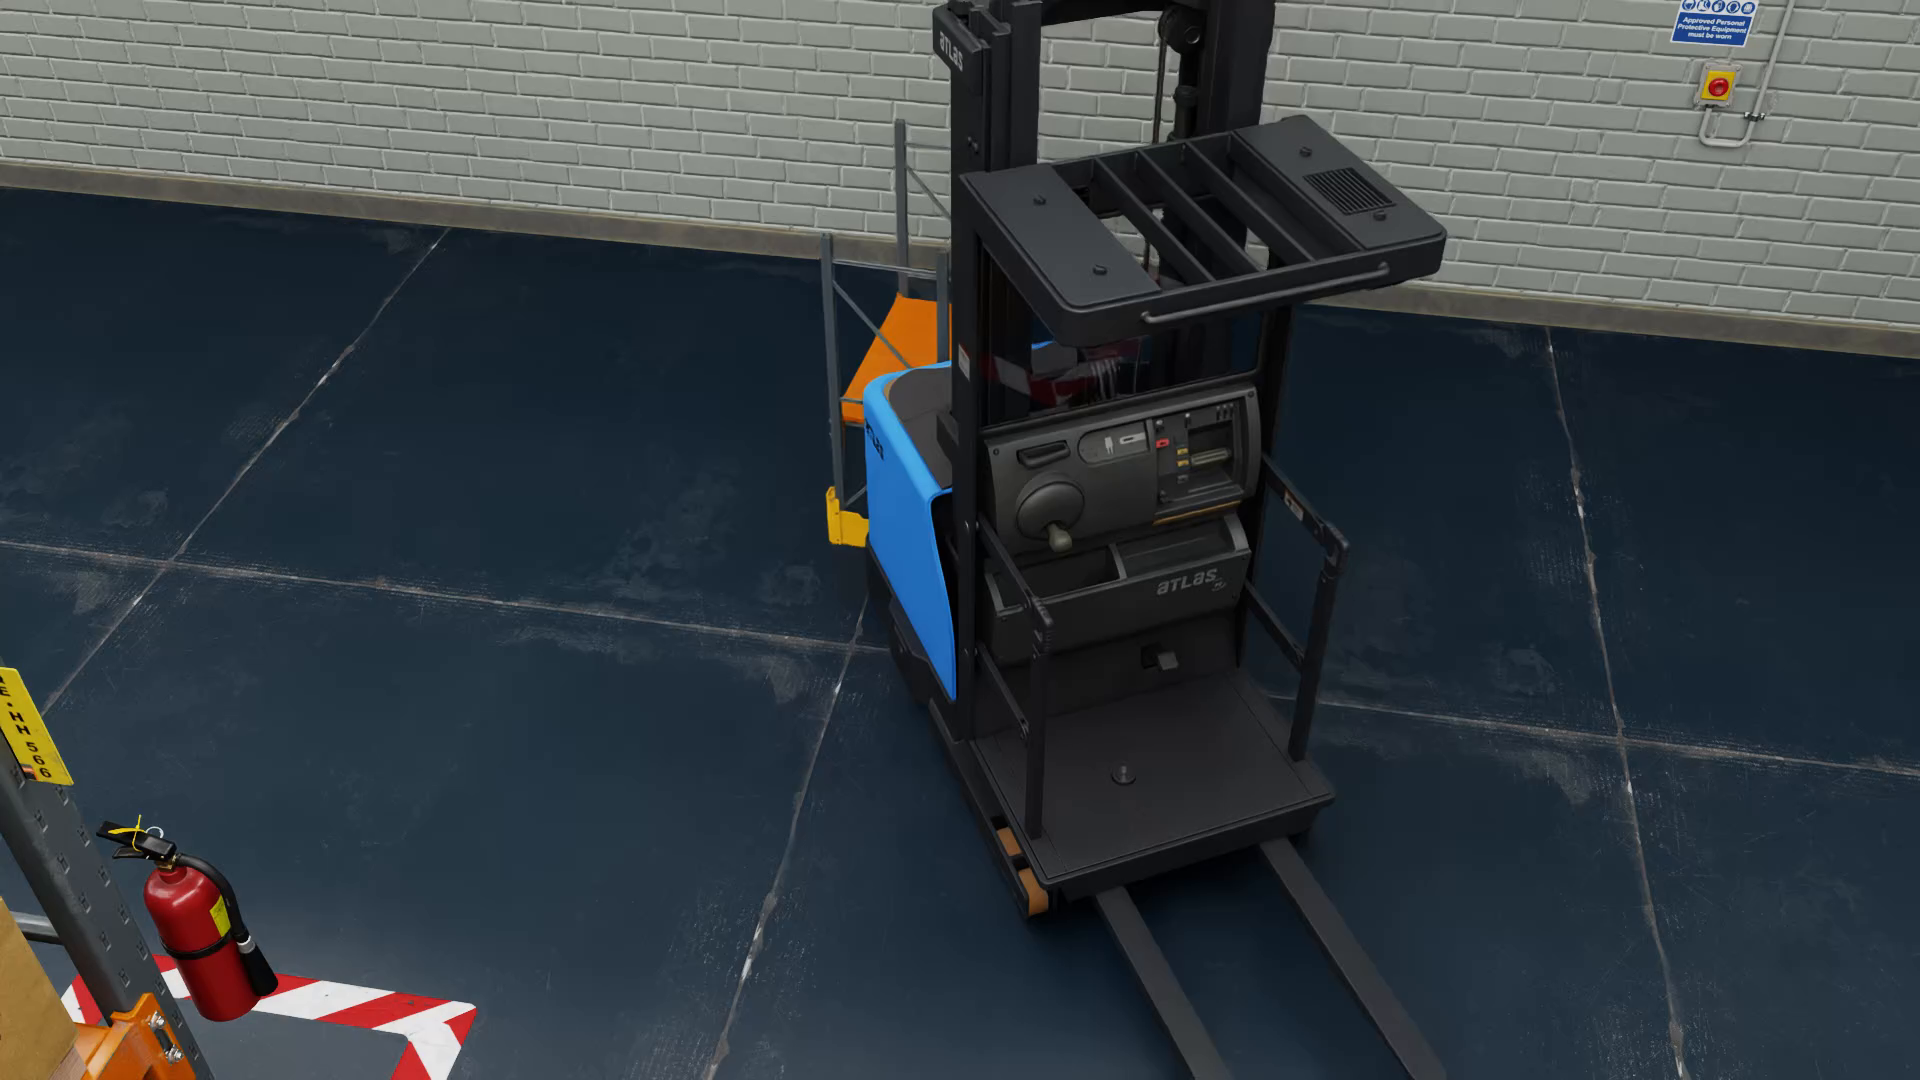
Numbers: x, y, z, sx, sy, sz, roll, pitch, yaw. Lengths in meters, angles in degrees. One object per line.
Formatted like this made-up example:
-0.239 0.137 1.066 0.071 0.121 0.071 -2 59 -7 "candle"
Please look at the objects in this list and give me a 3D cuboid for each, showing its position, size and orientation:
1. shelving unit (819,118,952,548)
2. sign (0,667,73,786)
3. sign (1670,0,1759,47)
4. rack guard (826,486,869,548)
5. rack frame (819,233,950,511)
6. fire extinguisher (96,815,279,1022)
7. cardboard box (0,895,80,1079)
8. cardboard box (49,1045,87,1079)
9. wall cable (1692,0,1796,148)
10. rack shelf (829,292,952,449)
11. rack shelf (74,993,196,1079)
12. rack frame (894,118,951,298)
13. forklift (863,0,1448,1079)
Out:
-0.158 -0.857 7.110 0.587 1.500 1.083 9 40 11 "shelving unit"
-1.856 0.369 3.293 0.100 0.325 0.005 6 40 8 "sign"
3.409 -2.344 7.519 0.327 0.218 0.001 6 40 8 "sign"
-0.281 -0.068 7.136 0.587 0.250 0.087 9 40 11 "rack guard"
-0.286 -0.538 6.723 0.500 1.500 0.032 9 40 11 "rack frame"
-1.901 0.929 4.125 0.296 0.674 0.183 6 40 8 "fire extinguisher"
-2.224 1.020 3.350 0.500 0.500 0.500 7 40 9 "cardboard box"
-2.178 1.196 3.647 0.380 0.149 0.250 6 40 8 "cardboard box"
3.446 -2.600 7.218 0.585 1.953 0.123 6 40 8 "wall cable"
-0.160 -0.713 7.218 0.538 0.185 1.000 9 40 11 "rack shelf"
-2.746 2.395 2.563 1.077 0.370 4.000 6 40 8 "rack shelf"
-0.034 -1.165 7.483 0.500 1.500 0.032 9 40 11 "rack frame"
0.609 -0.149 5.130 1.130 2.935 3.031 -13 41 -16 "forklift"
